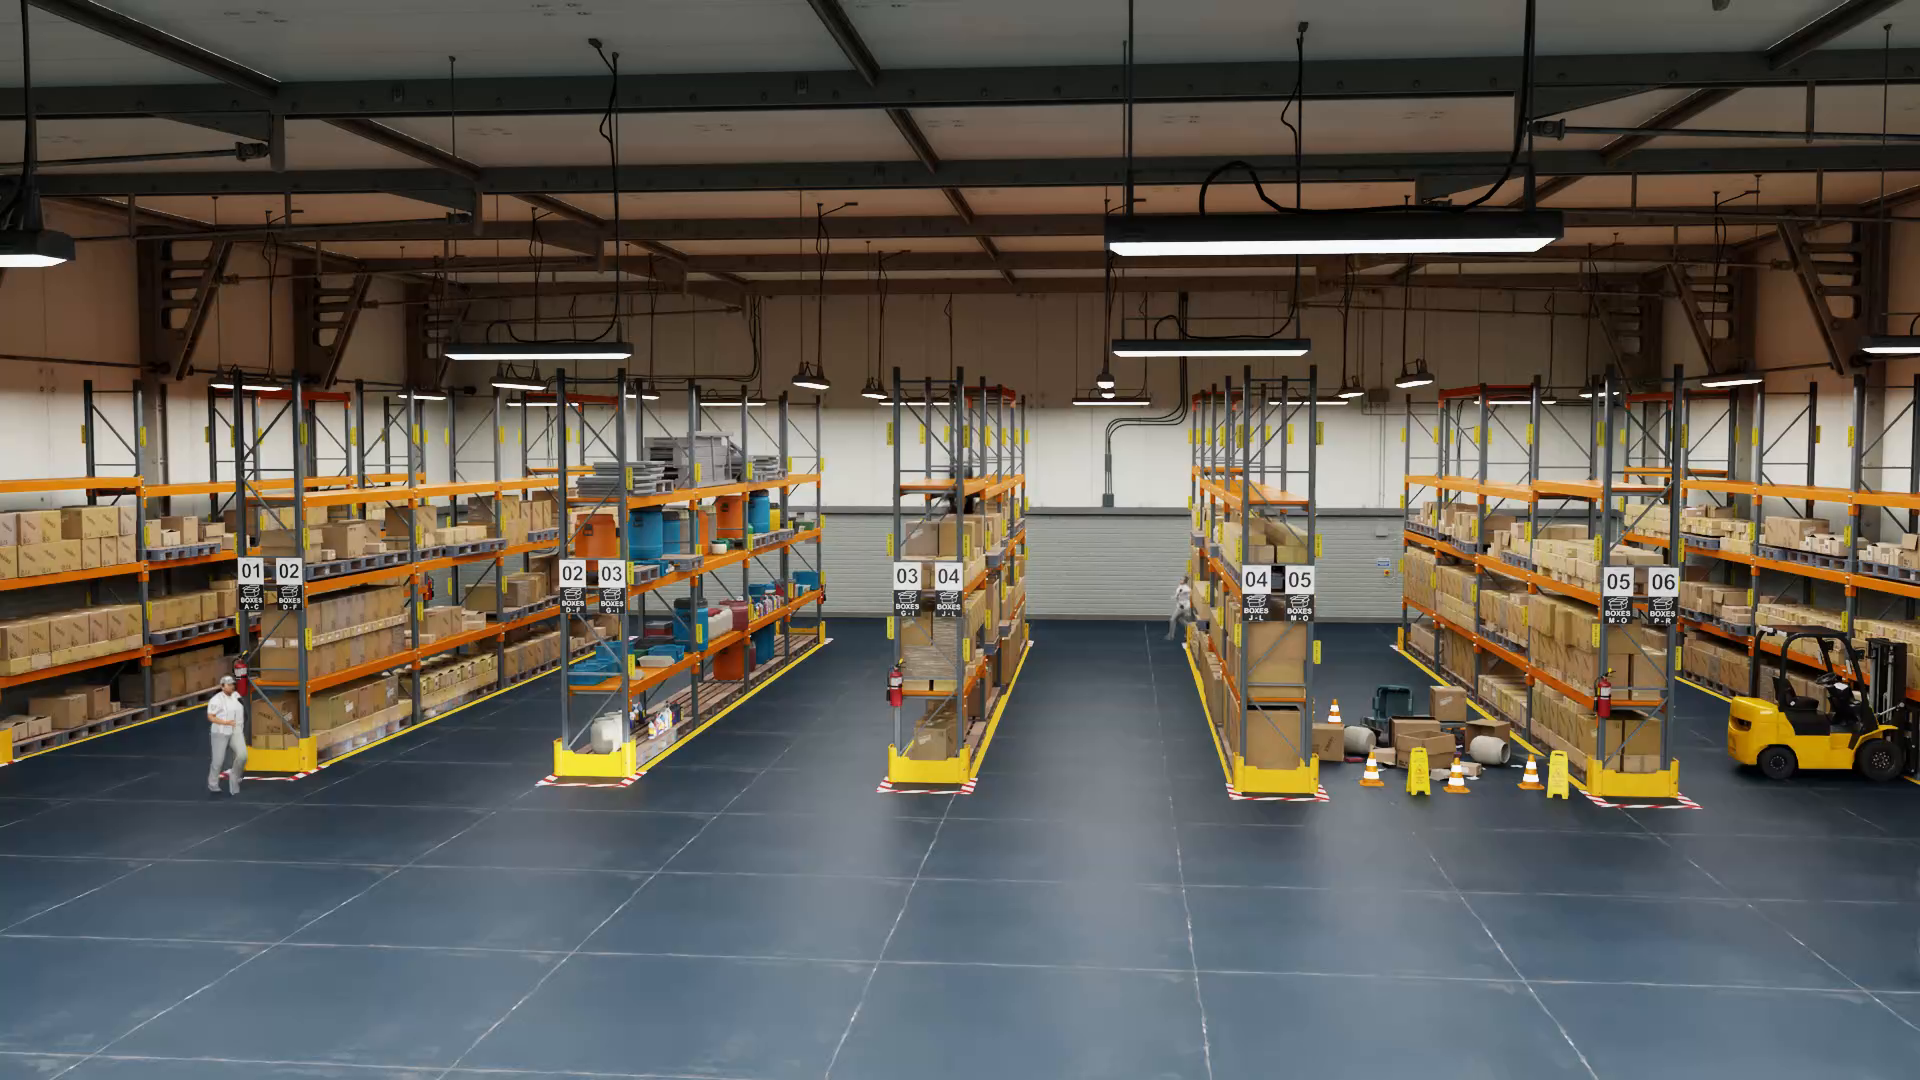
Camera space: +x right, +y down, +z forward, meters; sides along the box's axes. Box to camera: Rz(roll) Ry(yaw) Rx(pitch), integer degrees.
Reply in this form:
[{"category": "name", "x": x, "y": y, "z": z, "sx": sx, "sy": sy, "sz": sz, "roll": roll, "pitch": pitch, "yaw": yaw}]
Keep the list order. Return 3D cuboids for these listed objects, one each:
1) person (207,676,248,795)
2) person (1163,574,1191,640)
[{"category": "person", "x": -10.239, "y": 2.740, "z": 23.300, "sx": 0.678, "sy": 1.672, "sz": 0.623, "roll": 3, "pitch": 5, "yaw": 41}, {"category": "person", "x": 5.382, "y": 1.657, "z": 40.755, "sx": 0.788, "sy": 1.645, "sz": 0.611, "roll": 0, "pitch": 4, "yaw": 5}]
